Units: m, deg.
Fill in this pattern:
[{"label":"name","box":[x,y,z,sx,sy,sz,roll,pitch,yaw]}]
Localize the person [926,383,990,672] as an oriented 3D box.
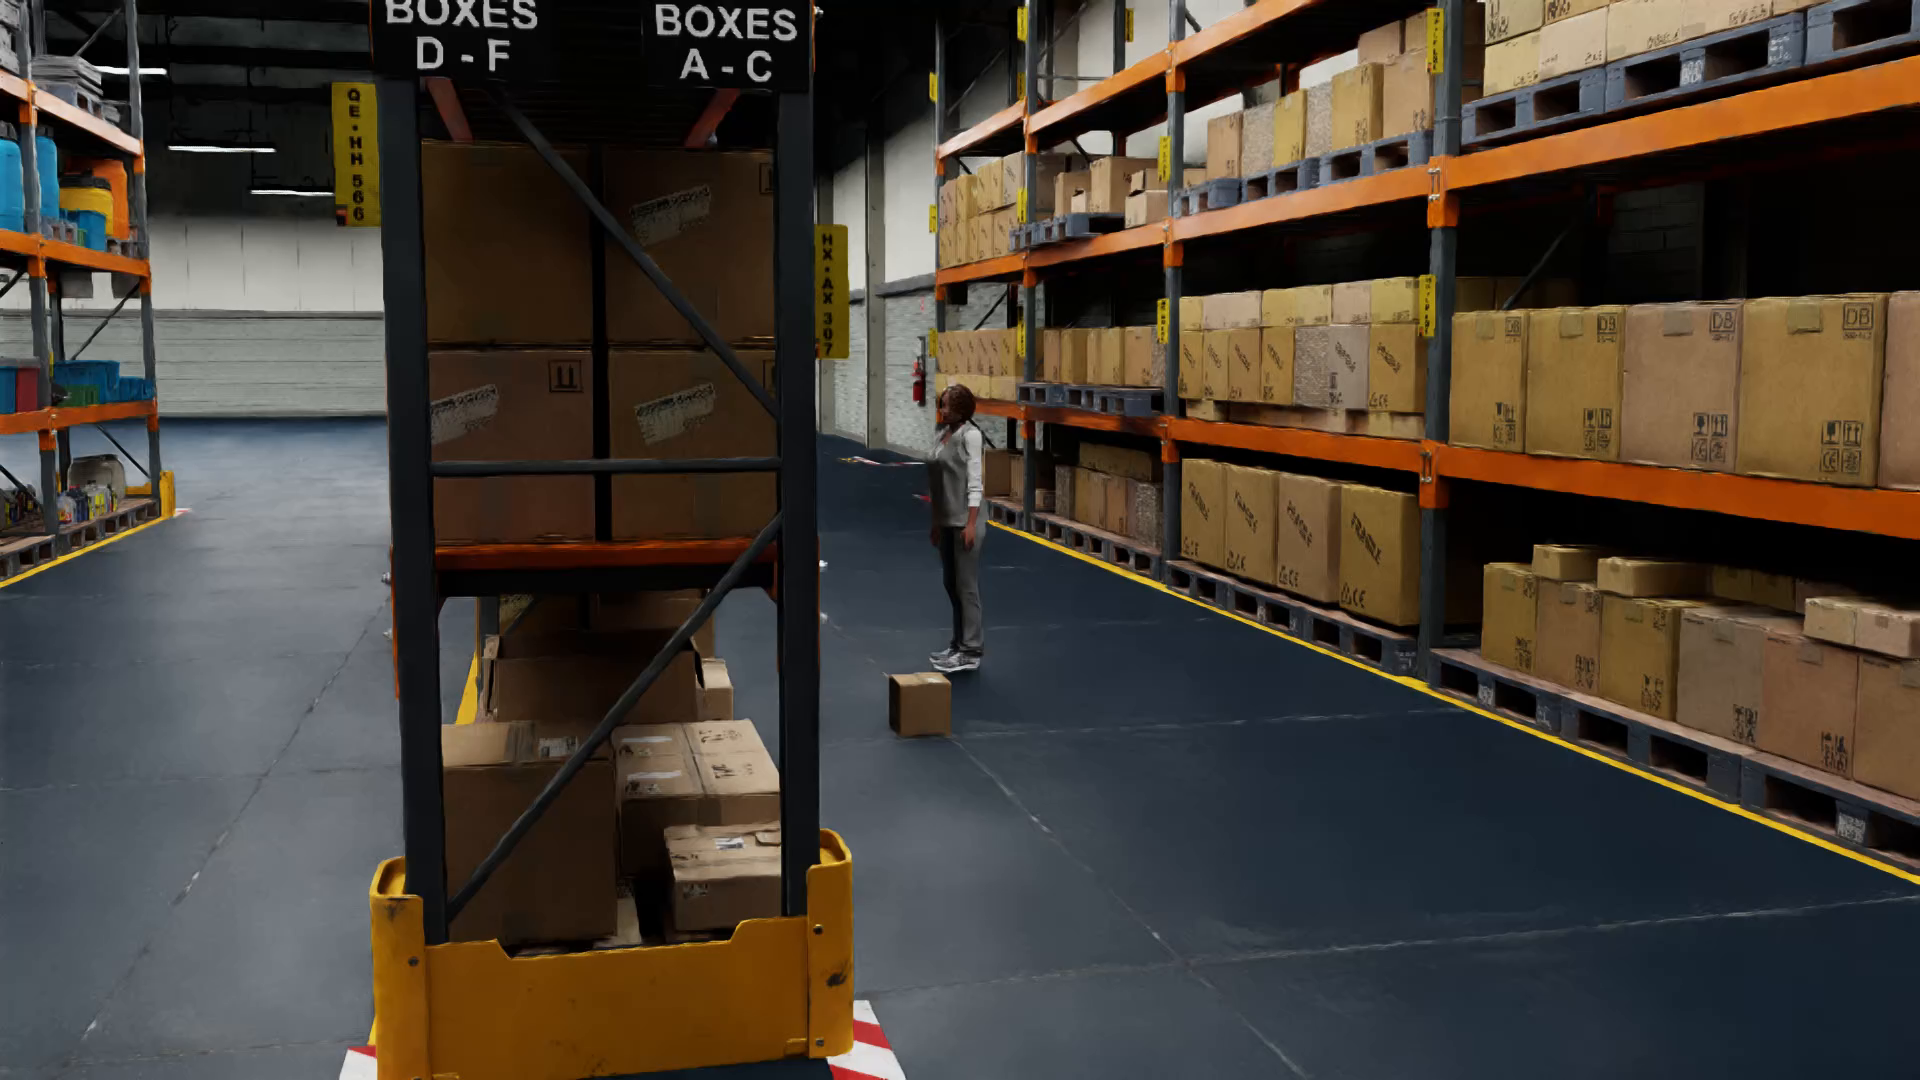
[{"label":"person","box":[-0.025,-0.071,9.295,0.331,1.606,0.488,-3,7,-26]}]
